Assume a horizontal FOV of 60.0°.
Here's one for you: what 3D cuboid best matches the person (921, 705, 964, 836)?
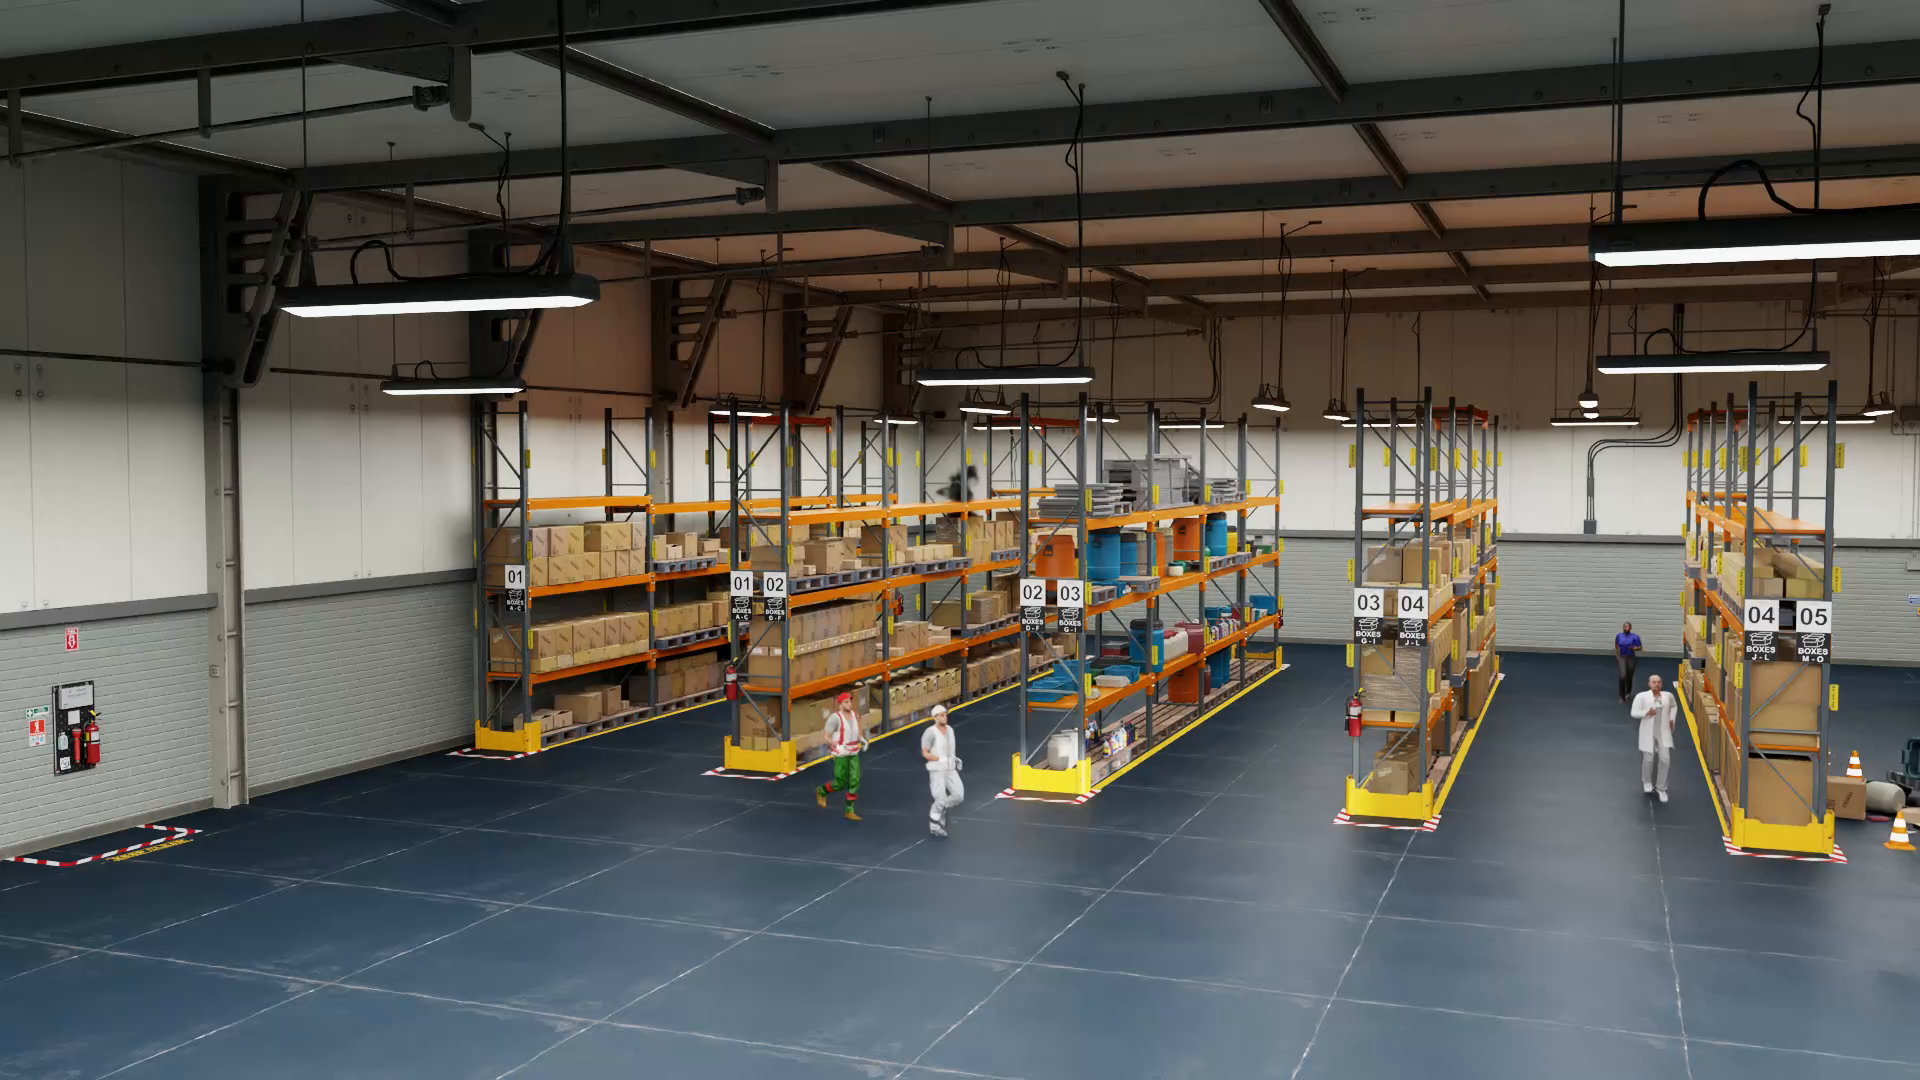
[{"bbox_3d":[-0.205,3.054,21.994,0.649,1.744,0.577,-2,4,-41],"label":"person"}]

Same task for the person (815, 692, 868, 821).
[{"bbox_3d":[-1.635,3.001,23.231,0.661,1.772,0.791,-3,4,-43],"label":"person"}]

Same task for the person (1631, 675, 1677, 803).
[{"bbox_3d":[10.263,2.905,24.563,0.685,1.831,0.832,1,3,14],"label":"person"}]

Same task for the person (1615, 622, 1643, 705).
[{"bbox_3d":[13.726,2.531,34.156,0.548,1.725,0.764,1,3,25],"label":"person"}]
